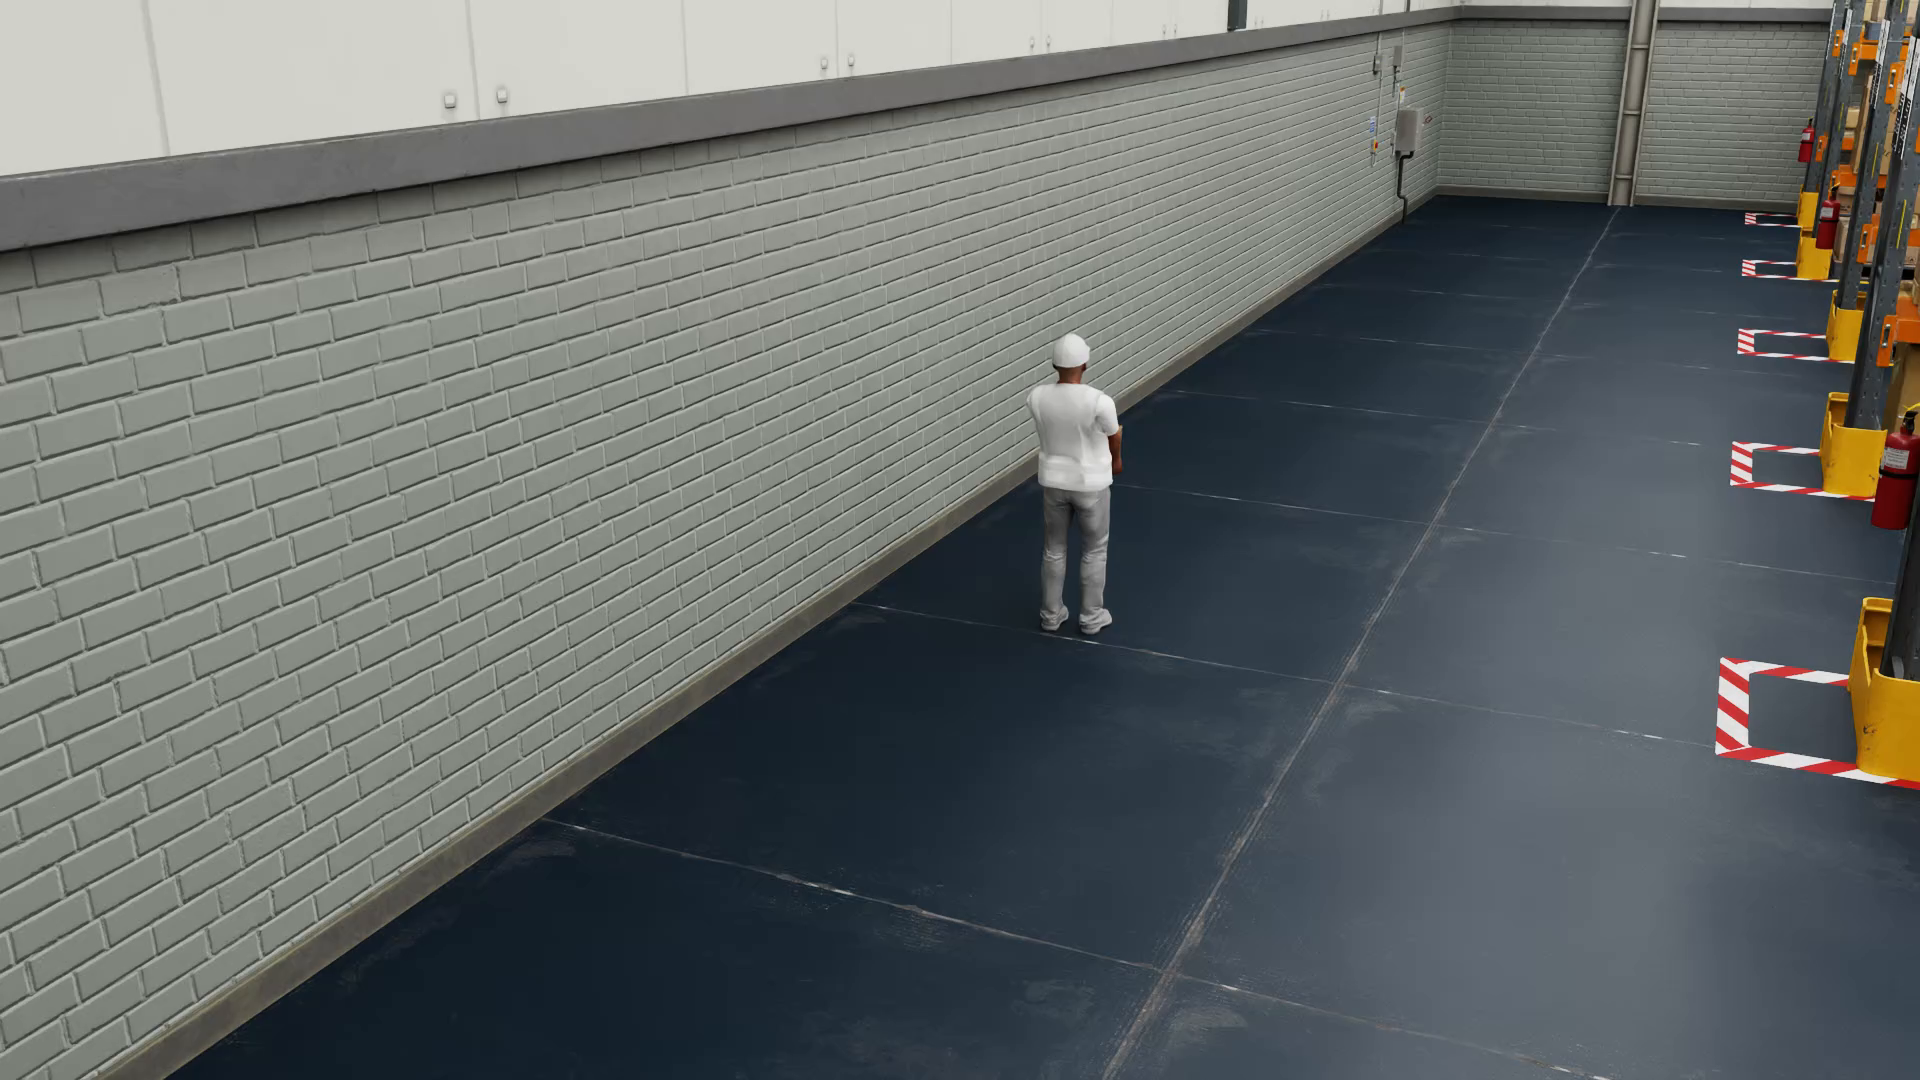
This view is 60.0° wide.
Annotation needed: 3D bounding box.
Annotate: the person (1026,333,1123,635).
[{"bbox_3d":[0.680,-0.341,9.531,0.503,1.760,0.577,9,21,24],"label":"person"}]
